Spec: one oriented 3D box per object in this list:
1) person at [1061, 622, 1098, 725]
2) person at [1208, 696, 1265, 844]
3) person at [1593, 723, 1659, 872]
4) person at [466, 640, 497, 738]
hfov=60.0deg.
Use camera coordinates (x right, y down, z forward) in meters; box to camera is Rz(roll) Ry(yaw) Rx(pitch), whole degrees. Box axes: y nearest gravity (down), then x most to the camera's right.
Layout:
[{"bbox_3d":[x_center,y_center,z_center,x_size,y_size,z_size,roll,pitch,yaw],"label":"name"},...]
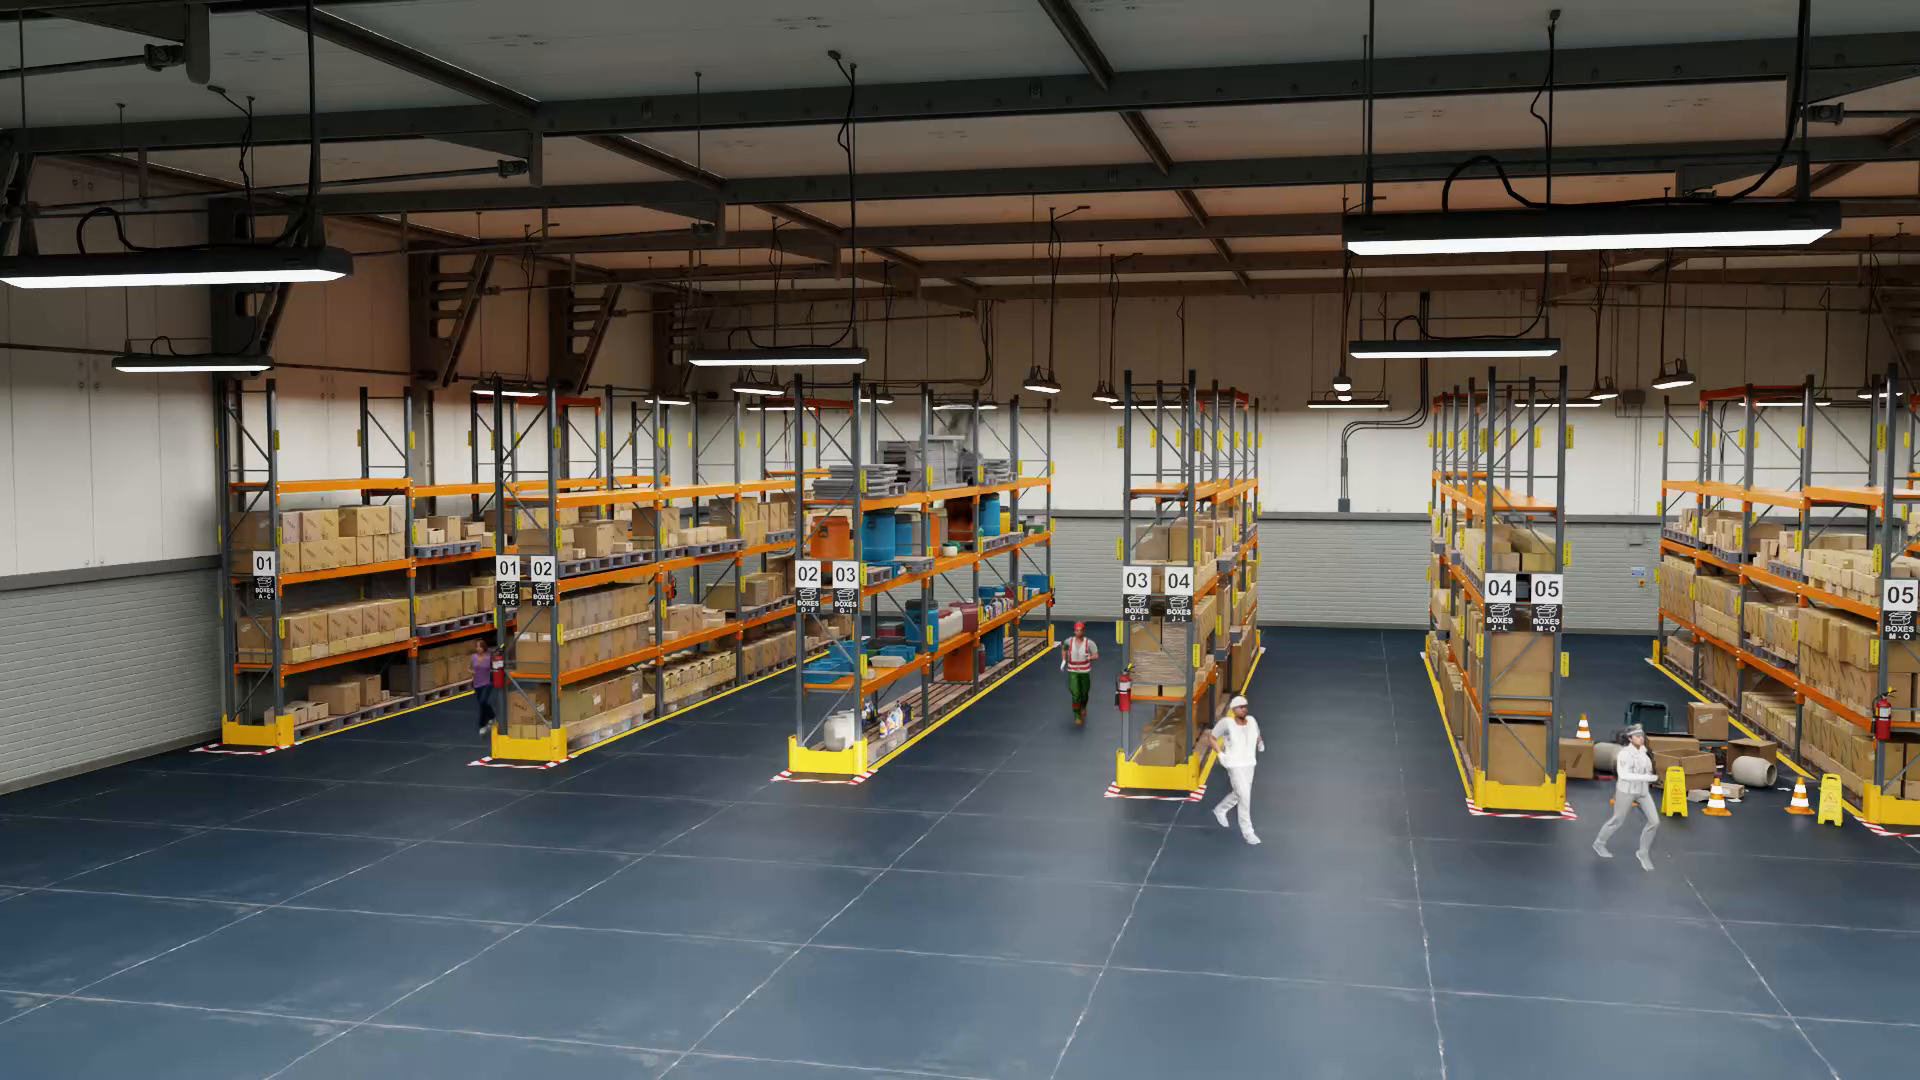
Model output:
[{"bbox_3d":[2.106,2.321,29.281,0.661,1.769,0.993,0,3,5],"label":"person"},{"bbox_3d":[3.518,2.852,20.942,0.666,1.795,0.923,-2,4,-30],"label":"person"},{"bbox_3d":[7.885,2.988,19.522,0.621,1.731,0.868,-1,4,-23],"label":"person"},{"bbox_3d":[-8.131,2.525,28.393,0.512,1.616,0.807,1,3,10],"label":"person"}]
